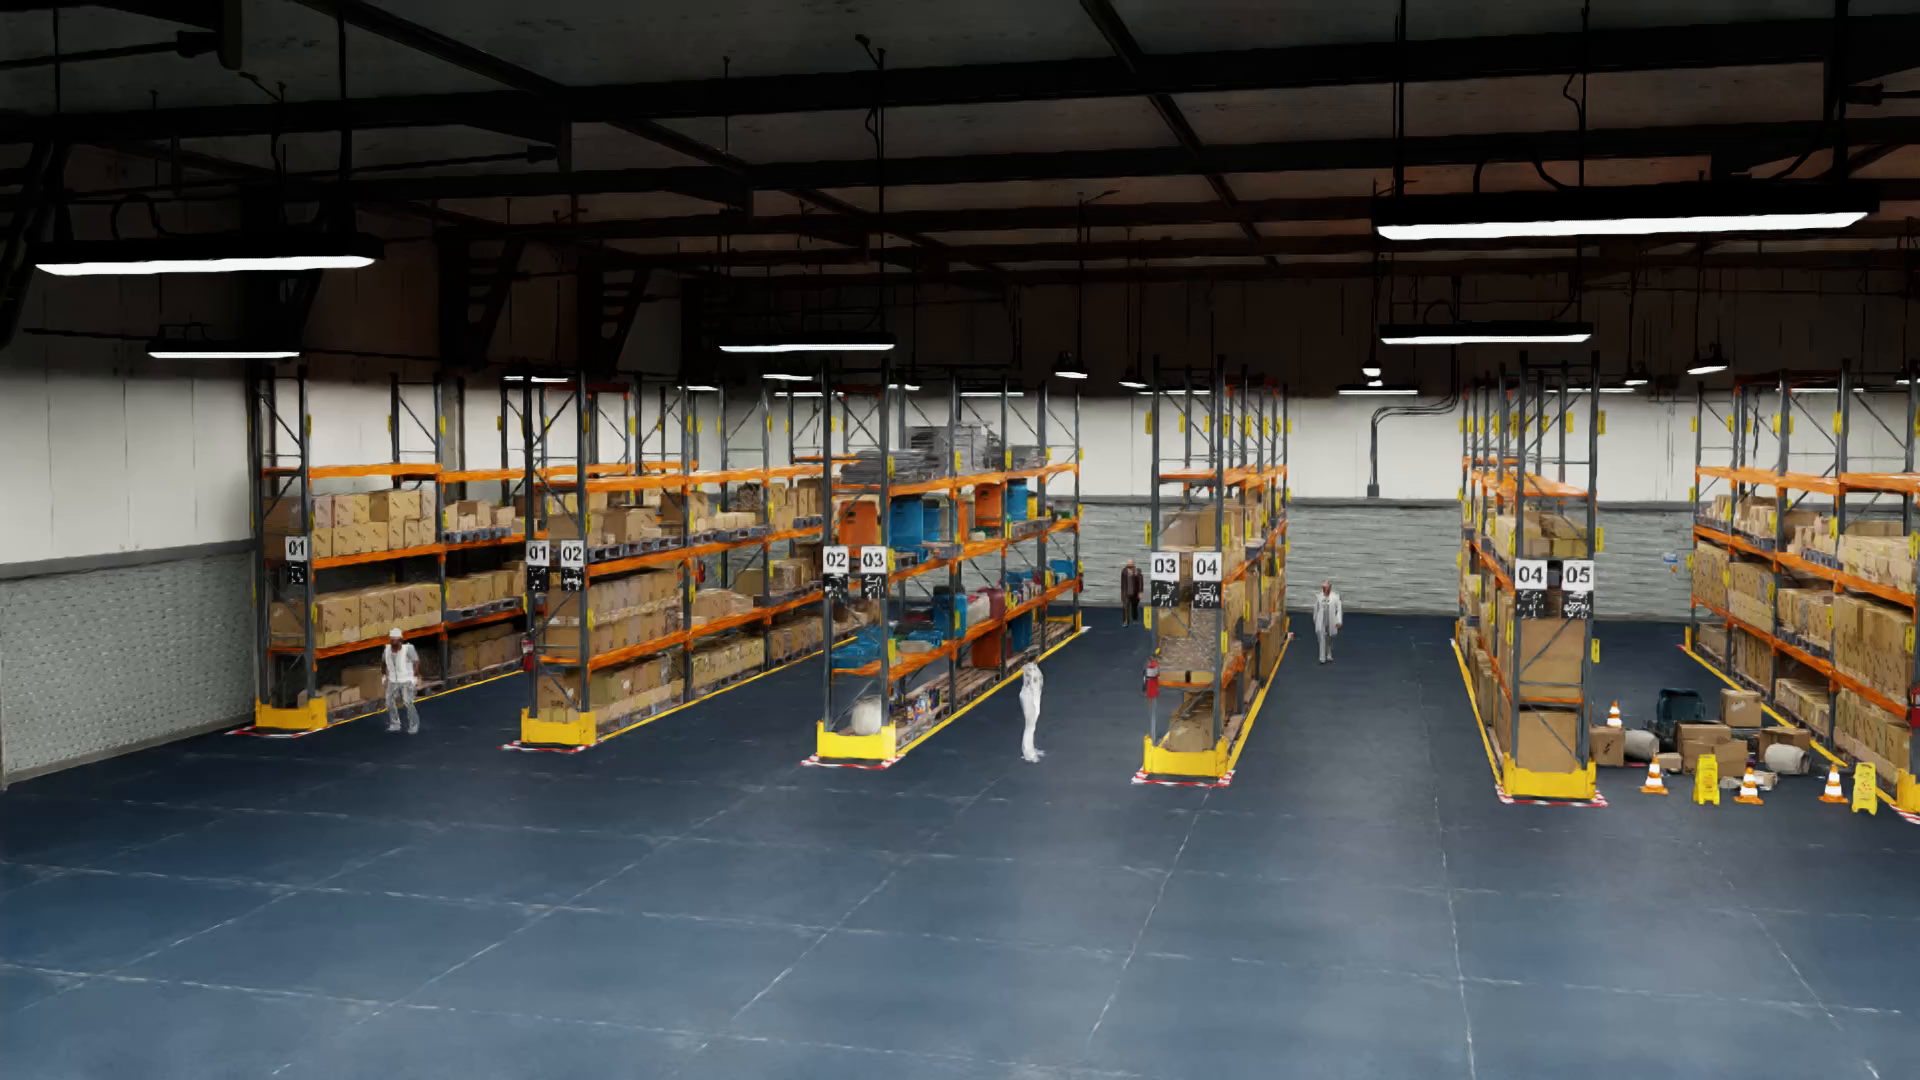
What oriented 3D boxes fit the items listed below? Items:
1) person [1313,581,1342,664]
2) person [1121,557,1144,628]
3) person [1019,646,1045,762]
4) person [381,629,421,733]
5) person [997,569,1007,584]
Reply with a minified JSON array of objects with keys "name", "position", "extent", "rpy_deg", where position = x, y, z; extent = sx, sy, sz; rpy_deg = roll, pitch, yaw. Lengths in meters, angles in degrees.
[{"name":"person","position":[7.730,1.726,34.968],"extent":[0.604,1.724,1.109],"rpy_deg":[1,4,13]},{"name":"person","position":[4.261,1.291,41.271],"extent":[0.603,1.724,1.107],"rpy_deg":[1,4,13]},{"name":"person","position":[1.106,2.433,24.890],"extent":[0.431,1.684,0.555],"rpy_deg":[-1,4,-15]},{"name":"person","position":[-9.083,2.284,26.969],"extent":[0.702,1.735,0.549],"rpy_deg":[1,4,12]},{"name":"person","position":[1.100,1.493,38.790],"extent":[0.580,1.666,0.985],"rpy_deg":[3,5,35]}]
